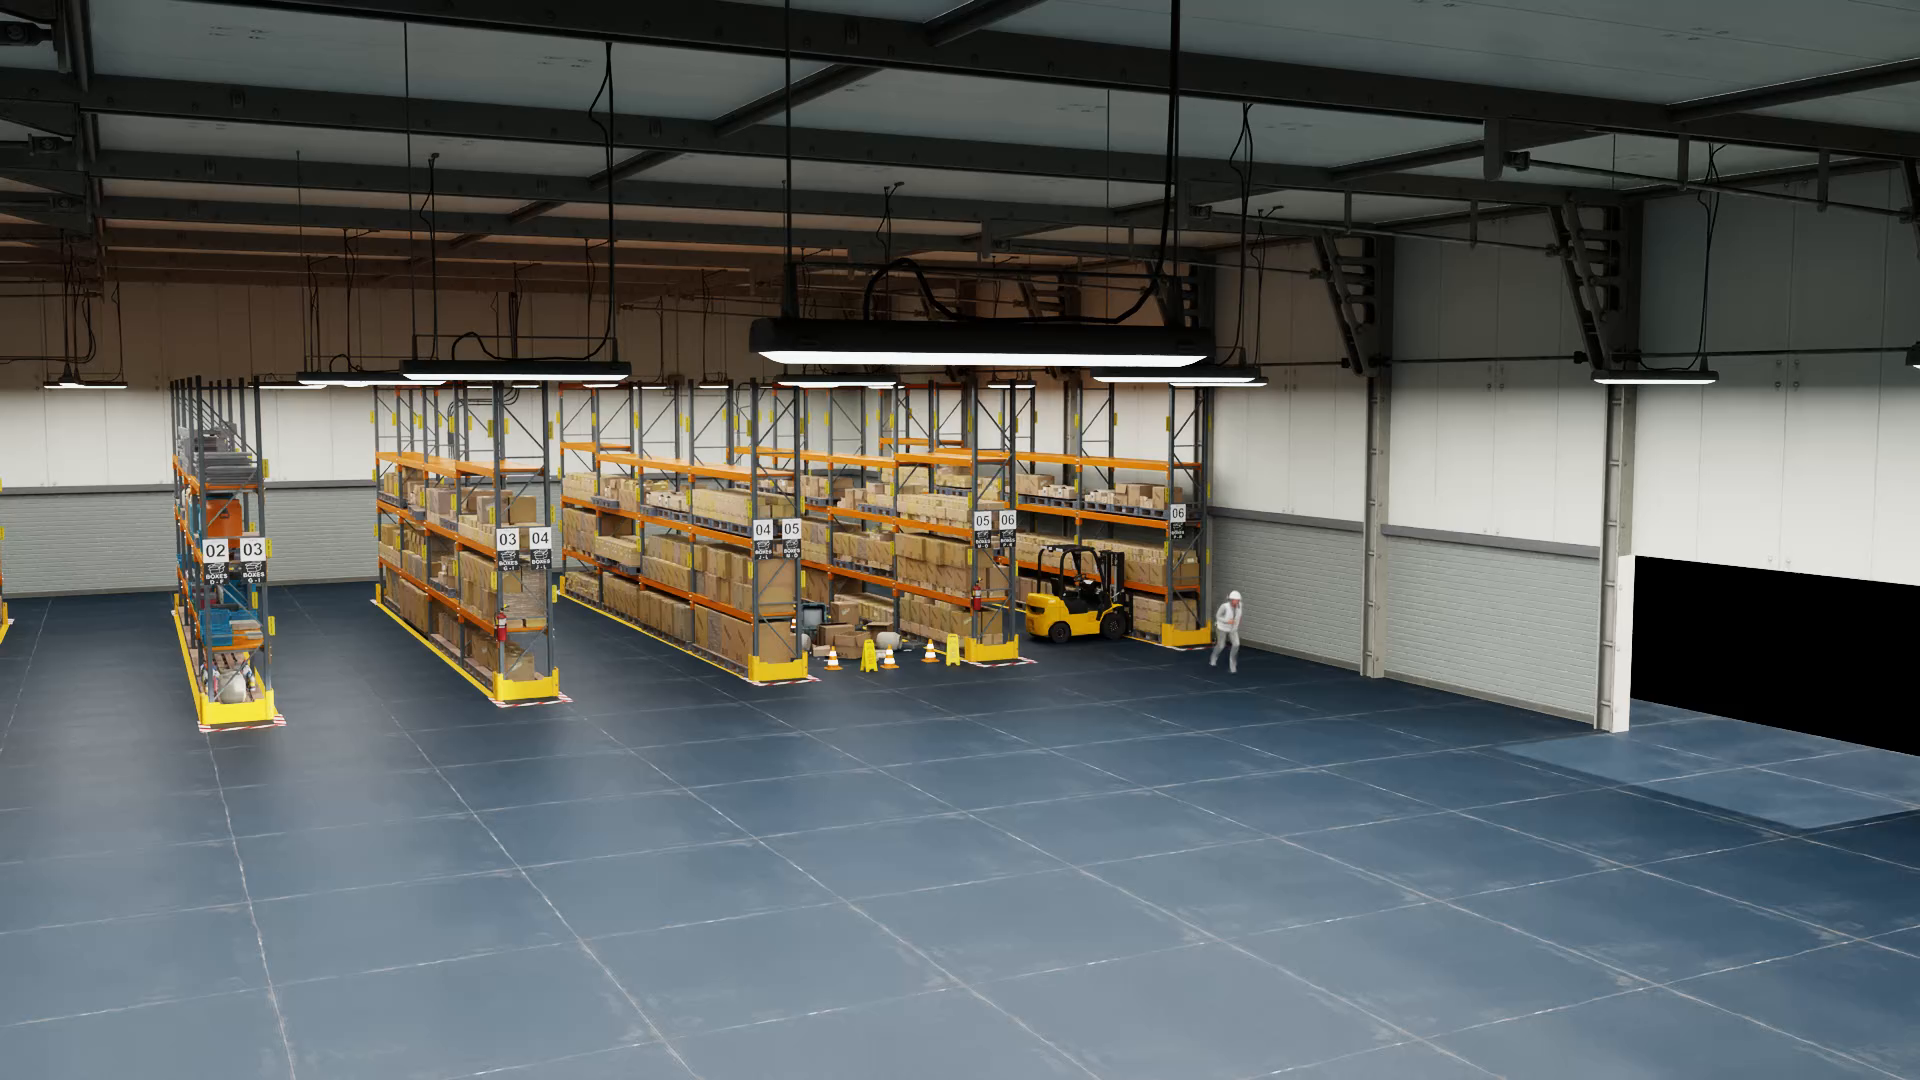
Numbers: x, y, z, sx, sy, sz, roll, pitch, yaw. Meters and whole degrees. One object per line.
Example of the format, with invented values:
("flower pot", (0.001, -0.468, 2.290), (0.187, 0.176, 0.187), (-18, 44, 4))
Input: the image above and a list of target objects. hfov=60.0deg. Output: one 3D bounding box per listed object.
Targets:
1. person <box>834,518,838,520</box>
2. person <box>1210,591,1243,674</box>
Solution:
("person", (-3.578, 0.281, 48.559), (0.685, 1.837, 0.913), (-3, 6, -30))
("person", (5.482, 1.875, 34.170), (0.701, 1.730, 1.036), (-2, 5, -22))
